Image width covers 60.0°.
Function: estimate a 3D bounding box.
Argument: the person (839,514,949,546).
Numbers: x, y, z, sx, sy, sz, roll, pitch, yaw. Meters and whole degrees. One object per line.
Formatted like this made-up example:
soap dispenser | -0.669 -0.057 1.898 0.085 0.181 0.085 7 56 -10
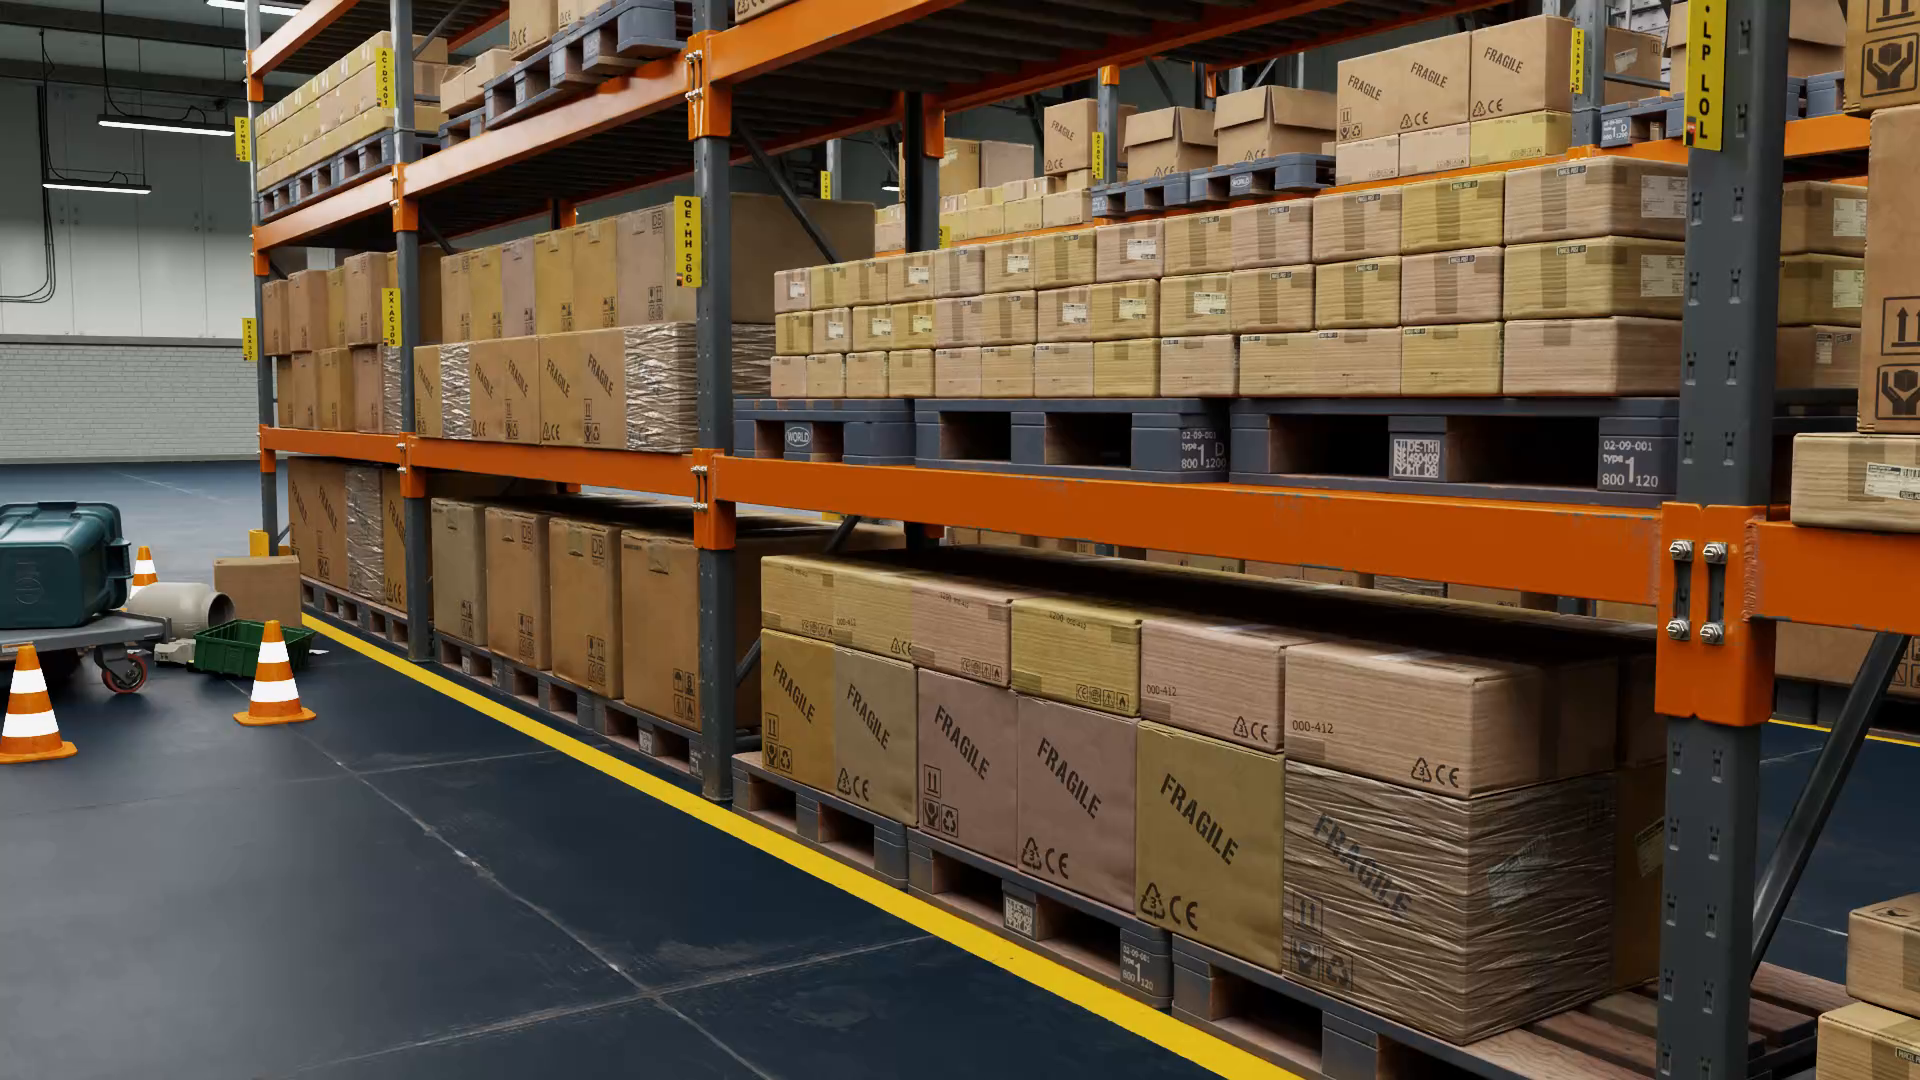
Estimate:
person | -0.421 0.124 9.229 0.427 1.230 0.909 -3 6 -36
